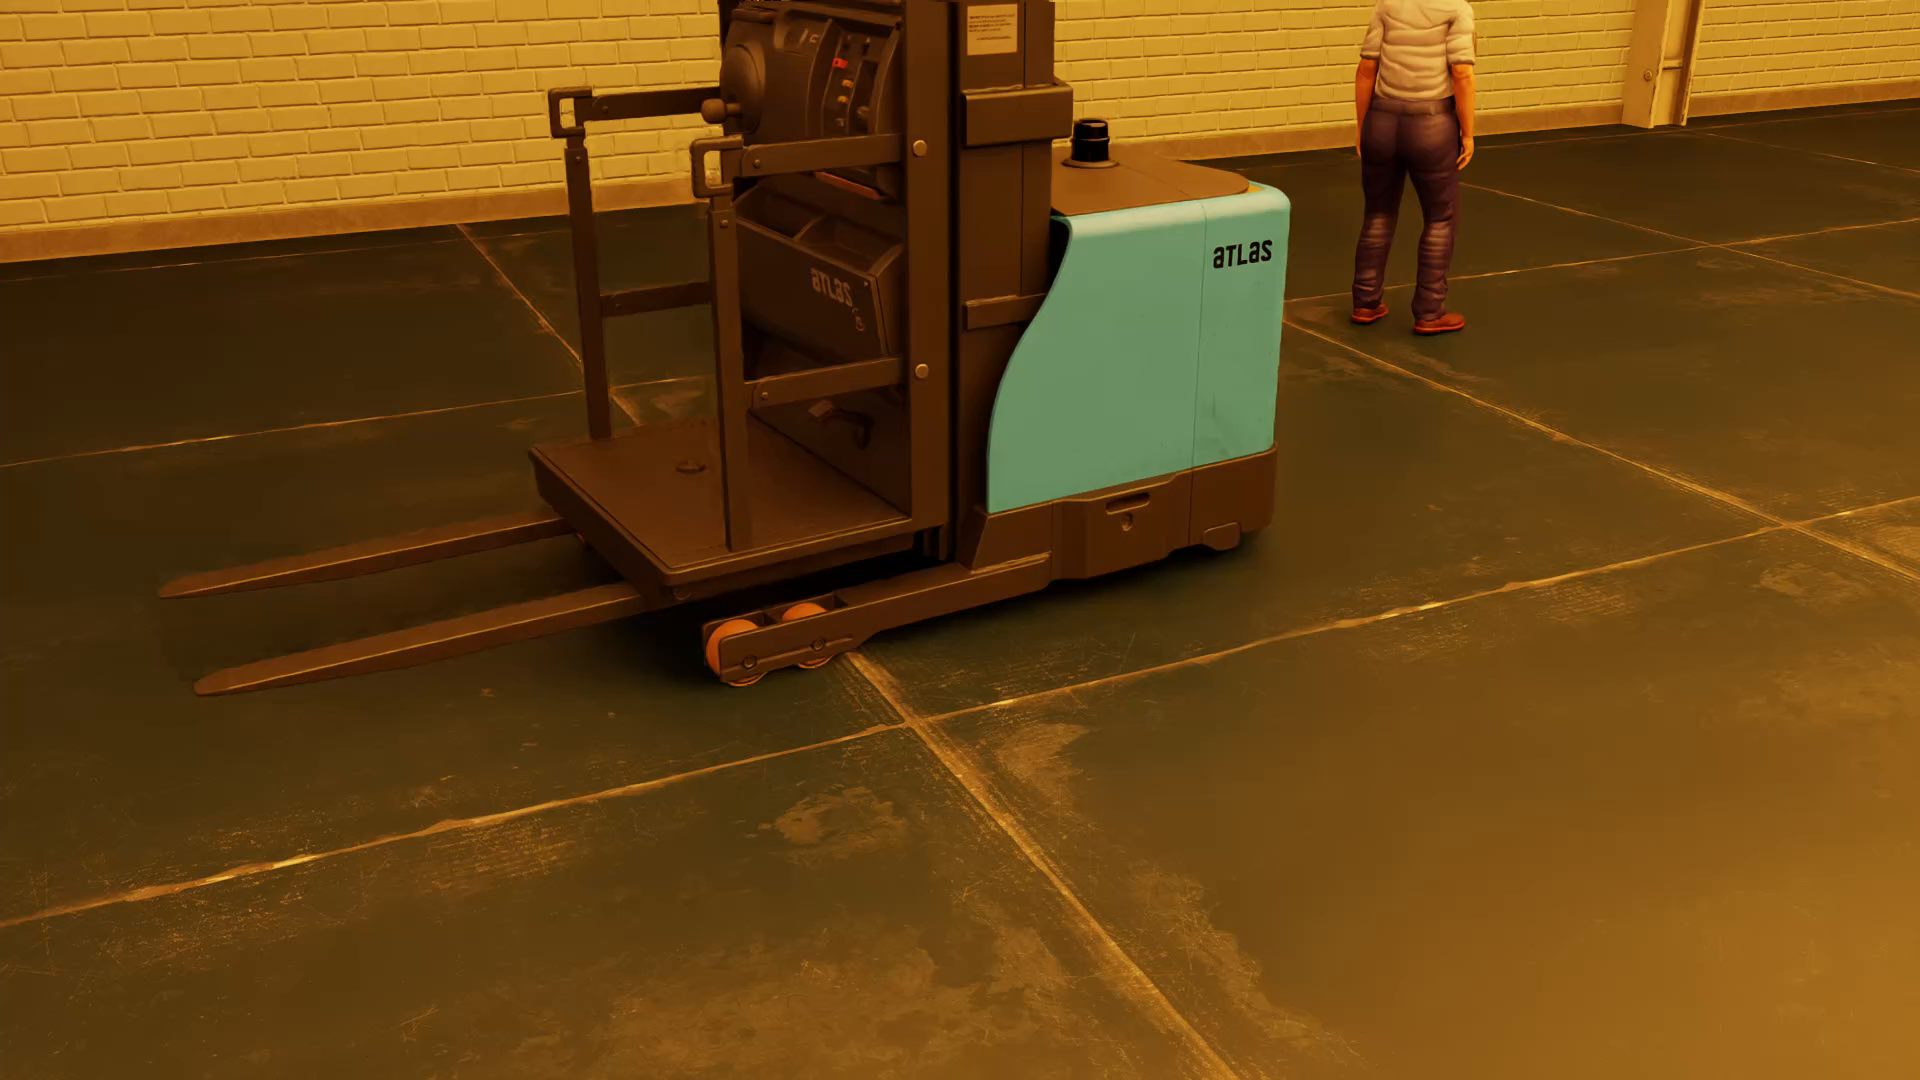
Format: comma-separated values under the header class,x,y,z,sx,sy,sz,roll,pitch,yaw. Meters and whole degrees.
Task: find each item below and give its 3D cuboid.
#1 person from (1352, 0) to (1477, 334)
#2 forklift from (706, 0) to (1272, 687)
class,x,y,z,sx,sy,sz,roll,pitch,yaw
person,1.944,-1.723,7.109,0.543,1.651,0.372,16,28,34
forklift,-0.578,-1.215,4.211,3.031,2.935,1.121,-13,26,-29
